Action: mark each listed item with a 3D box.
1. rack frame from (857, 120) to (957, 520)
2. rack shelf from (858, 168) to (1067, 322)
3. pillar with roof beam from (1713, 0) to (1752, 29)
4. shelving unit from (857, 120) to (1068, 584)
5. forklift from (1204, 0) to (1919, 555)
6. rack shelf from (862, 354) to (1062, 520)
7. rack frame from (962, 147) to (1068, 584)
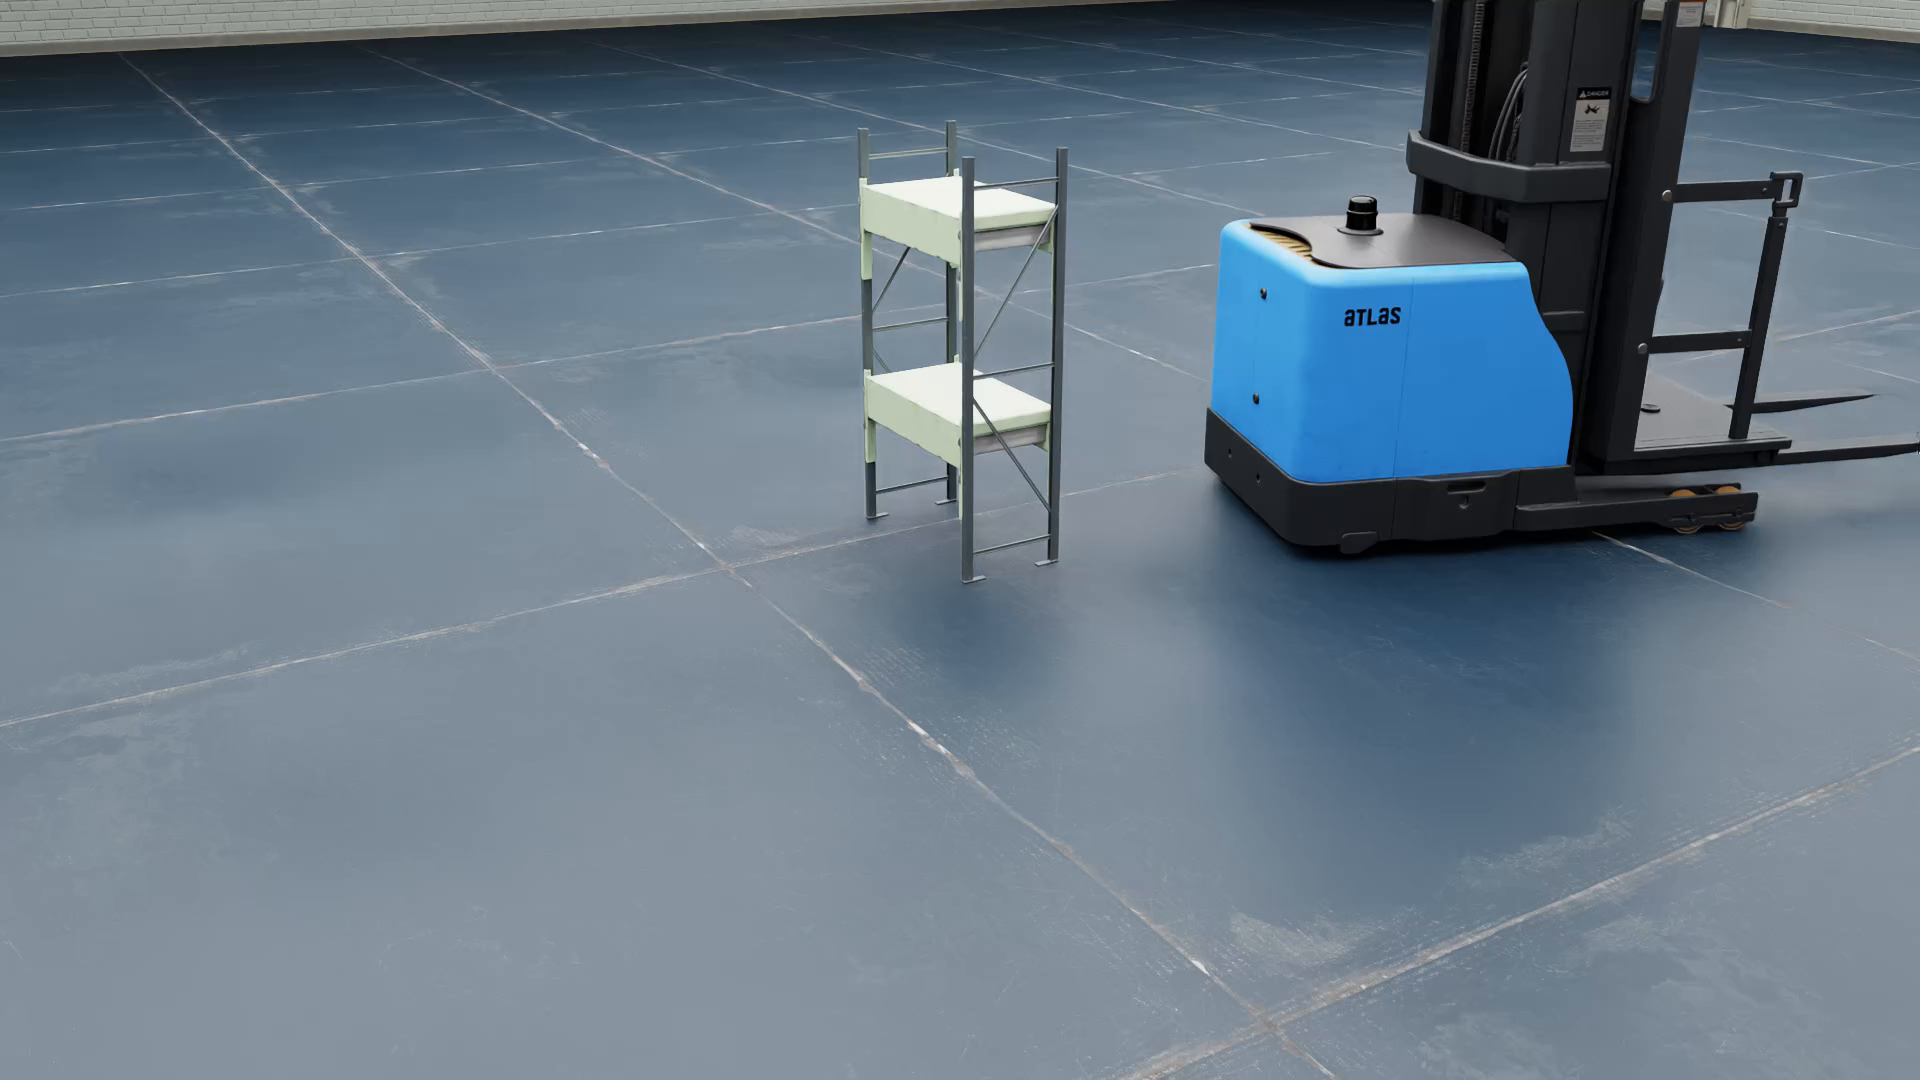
[{"bbox_3d":[-0.190,-0.815,6.326,0.400,1.500,0.023,-13,25,-28],"label":"rack frame"},{"bbox_3d":[-0.003,-1.058,5.887,0.431,0.370,0.720,-13,25,-28],"label":"rack shelf"},{"bbox_3d":[8.397,-11.390,22.383,9.100,9.000,0.400,-13,25,-28],"label":"pillar with roof beam"},{"bbox_3d":[-0.003,-0.697,6.034,0.431,1.500,0.755,-13,25,-28],"label":"shelving unit"},{"bbox_3d":[2.586,-1.570,6.283,3.031,2.935,1.130,-5,23,-11],"label":"forklift"},{"bbox_3d":[-0.003,-0.395,6.157,0.431,0.370,0.720,-13,25,-28],"label":"rack shelf"},{"bbox_3d":[0.184,-0.578,5.743,0.400,1.500,0.023,-13,25,-28],"label":"rack frame"}]
